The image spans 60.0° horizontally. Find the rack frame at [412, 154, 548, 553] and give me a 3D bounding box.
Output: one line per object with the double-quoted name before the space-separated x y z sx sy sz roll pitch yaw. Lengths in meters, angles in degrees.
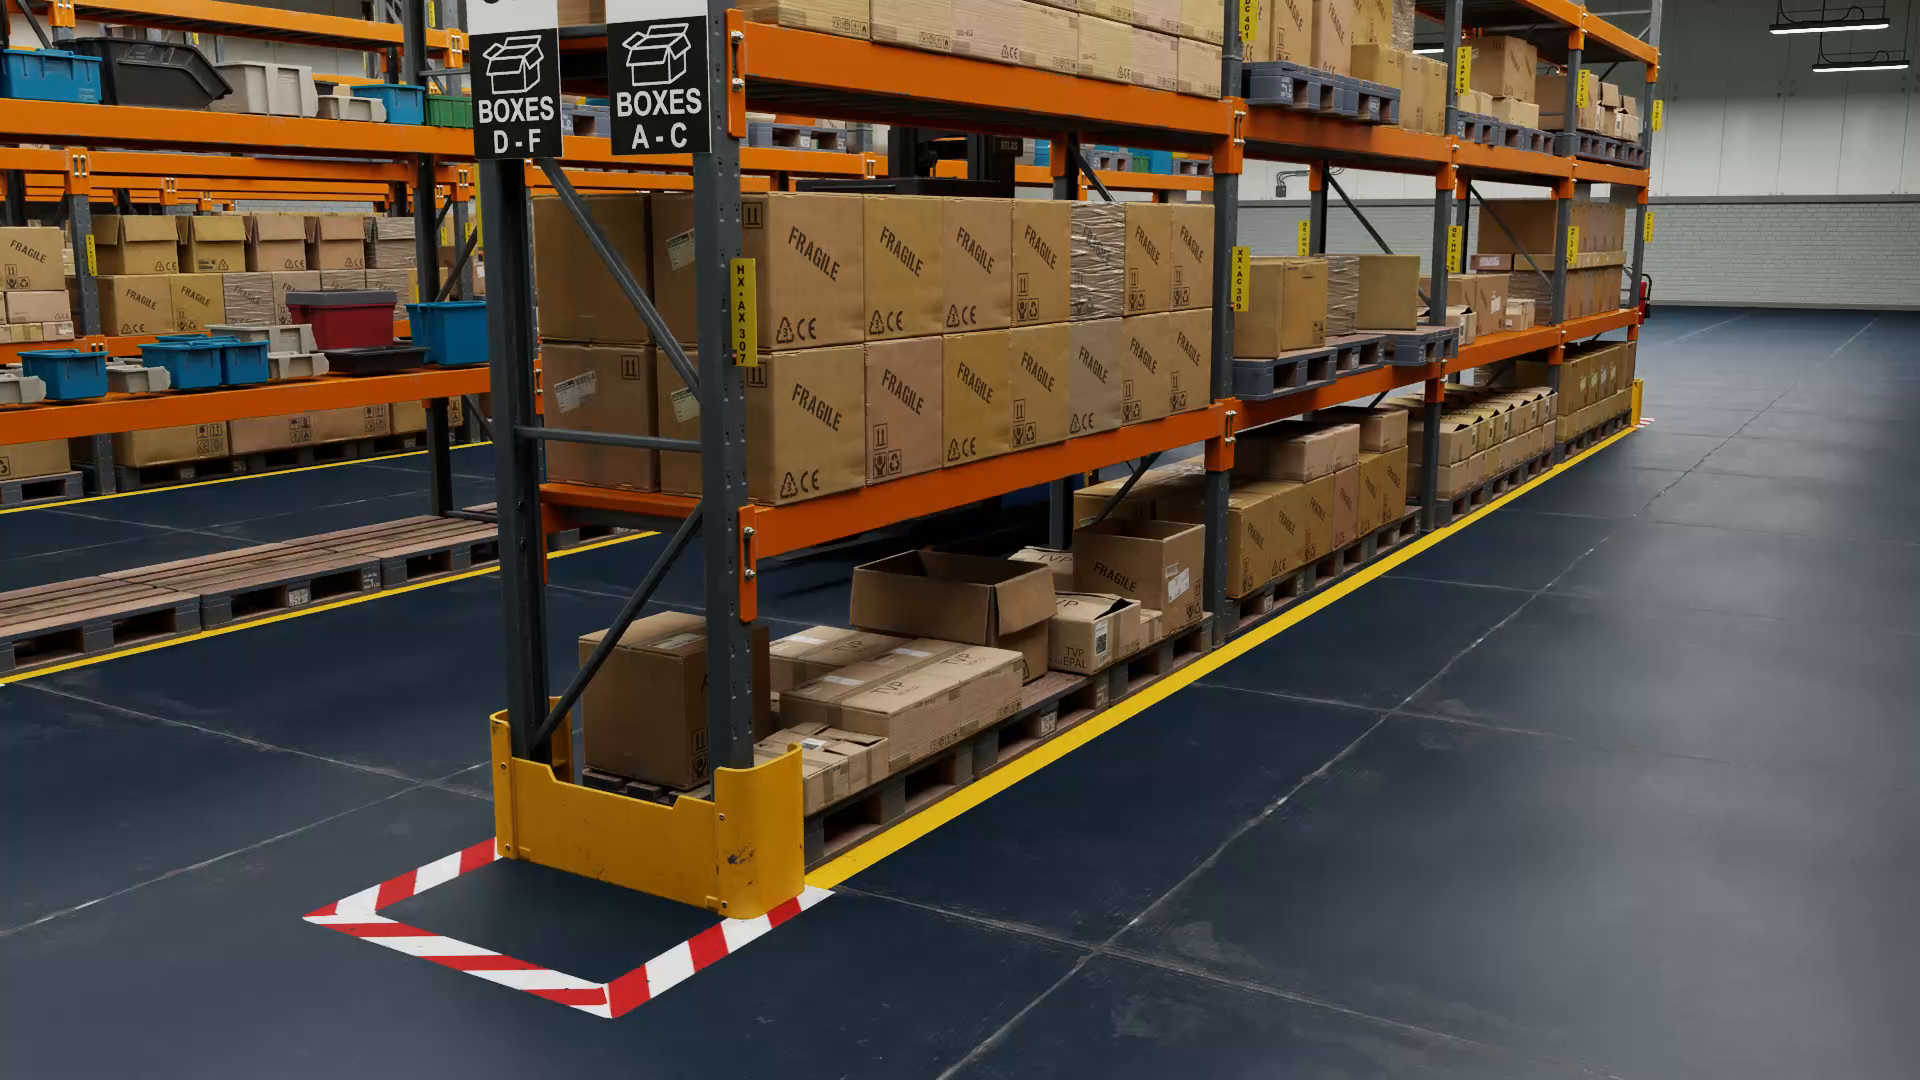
"rack frame" -3.281 -1.422 11.315 1.000 3.000 0.127 6 12 31

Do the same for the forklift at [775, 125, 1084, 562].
"forklift" -0.390 -1.351 11.118 1.130 2.935 3.031 8 13 38

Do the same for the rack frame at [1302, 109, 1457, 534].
"rack frame" 3.028 -1.578 12.145 1.000 3.000 0.127 6 12 31

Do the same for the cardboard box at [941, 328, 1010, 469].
"cardboard box" -0.144 -0.574 6.510 0.500 0.500 0.500 6 12 31

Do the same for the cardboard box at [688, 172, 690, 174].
"cardboard box" -3.347 -4.651 20.818 0.500 0.250 0.500 7 13 33

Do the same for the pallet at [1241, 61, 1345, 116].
"pallet" 1.349 -2.427 9.038 1.213 0.211 1.003 6 12 31

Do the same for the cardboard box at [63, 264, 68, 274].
"cardboard box" -10.024 -2.960 18.264 0.380 0.149 0.250 6 12 30

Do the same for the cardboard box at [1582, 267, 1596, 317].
"cardboard box" 6.126 -2.569 17.169 0.700 0.500 0.500 7 13 32

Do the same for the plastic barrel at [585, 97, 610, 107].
"plastic barrel" -2.525 -3.633 12.467 0.600 0.901 0.708 6 12 31

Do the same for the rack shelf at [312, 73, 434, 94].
"rack shelf" -8.585 -5.728 21.050 1.077 0.370 4.000 6 12 31

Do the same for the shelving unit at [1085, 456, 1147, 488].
"shelving unit" 0.952 -0.940 12.812 0.587 1.500 1.083 8 13 38

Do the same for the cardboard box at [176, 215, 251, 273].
"cardboard box" -6.823 -2.646 14.853 0.797 0.503 0.637 7 12 31

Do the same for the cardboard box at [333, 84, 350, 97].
"cardboard box" -6.065 -4.008 15.560 0.500 0.500 0.500 7 13 34

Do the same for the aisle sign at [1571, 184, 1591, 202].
"aisle sign" 6.953 -4.153 18.838 0.394 0.787 0.004 6 12 31

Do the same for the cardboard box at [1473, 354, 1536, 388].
"cardboard box" 5.428 -1.602 16.566 0.500 0.500 0.500 6 12 31

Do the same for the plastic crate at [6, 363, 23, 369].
"plastic crate" -4.926 -0.883 8.987 0.396 0.136 0.243 6 12 31

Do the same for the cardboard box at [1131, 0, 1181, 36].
"cardboard box" 0.668 -2.414 7.511 0.500 0.250 0.500 6 12 31

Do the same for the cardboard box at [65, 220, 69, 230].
"cardboard box" -12.853 -4.600 24.306 0.380 0.149 0.250 7 13 34

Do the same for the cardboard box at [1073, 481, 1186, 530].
"cardboard box" 0.962 -0.041 9.535 0.500 0.500 0.500 6 12 30

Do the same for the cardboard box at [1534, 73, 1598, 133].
"cardboard box" 5.591 -4.060 15.457 0.500 0.500 0.500 8 13 35

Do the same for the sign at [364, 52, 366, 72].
"sign" -10.217 -8.228 28.613 0.100 0.325 0.005 6 12 31

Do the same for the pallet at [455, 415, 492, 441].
"pallet" -5.030 -1.277 18.116 1.003 0.211 1.213 6 12 31

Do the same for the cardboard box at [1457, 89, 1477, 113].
"cardboard box" 3.778 -3.435 13.178 0.500 0.250 0.500 6 12 30

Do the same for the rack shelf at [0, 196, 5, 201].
"rack shelf" -17.113 -5.380 26.261 1.077 0.370 4.000 6 12 31

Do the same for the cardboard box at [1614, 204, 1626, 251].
"cardboard box" 6.900 -3.442 18.307 0.700 0.500 0.500 6 12 31

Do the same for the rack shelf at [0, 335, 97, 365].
"rack shelf" -8.552 -1.228 12.229 1.077 0.370 4.000 6 12 31

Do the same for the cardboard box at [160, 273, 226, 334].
"cardboard box" -6.801 -2.072 14.515 0.500 0.500 0.500 6 12 31

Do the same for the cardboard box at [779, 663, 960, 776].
"cardboard box" -0.341 0.679 6.369 0.500 0.250 0.500 6 12 31

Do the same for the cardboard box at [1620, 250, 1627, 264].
"cardboard box" 7.145 -3.126 18.378 0.380 0.149 0.250 6 12 30

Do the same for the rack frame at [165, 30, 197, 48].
"rack frame" -11.830 -7.049 25.069 1.000 3.000 0.127 6 12 31

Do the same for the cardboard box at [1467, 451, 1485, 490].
"cardboard box" 3.811 -0.566 13.072 0.500 0.250 0.500 6 12 29

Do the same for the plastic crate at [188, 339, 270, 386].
"plastic crate" -4.108 -1.002 9.363 0.416 0.233 0.300 6 12 31

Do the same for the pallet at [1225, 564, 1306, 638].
"pallet" 1.341 0.290 9.744 1.003 0.211 1.213 6 12 31

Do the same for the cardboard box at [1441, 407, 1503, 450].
"cardboard box" 4.083 -0.926 13.471 0.500 0.311 0.500 6 12 29

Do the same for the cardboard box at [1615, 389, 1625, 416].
"cardboard box" 6.906 -1.498 18.052 0.500 0.250 0.500 6 12 31

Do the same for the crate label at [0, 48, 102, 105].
"crate label" -4.602 -2.309 8.303 0.408 0.251 0.502 6 12 31

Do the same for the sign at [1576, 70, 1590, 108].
"sign" 5.573 -4.040 14.884 0.100 0.325 0.005 6 12 31

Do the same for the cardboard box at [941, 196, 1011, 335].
"cardboard box" -0.141 -1.066 6.422 0.500 0.500 0.500 7 12 31

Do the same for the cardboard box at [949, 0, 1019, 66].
"cardboard box" -0.113 -1.933 6.298 0.500 0.250 0.500 6 12 31

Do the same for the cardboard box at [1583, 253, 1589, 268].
"cardboard box" 6.075 -2.802 16.648 0.380 0.149 0.250 6 12 29

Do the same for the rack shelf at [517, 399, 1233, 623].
"rack shelf" -0.087 -0.281 7.171 1.077 0.370 4.000 6 12 31

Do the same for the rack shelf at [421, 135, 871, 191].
"rack shelf" -2.242 -2.858 12.786 1.077 0.370 4.000 6 12 31

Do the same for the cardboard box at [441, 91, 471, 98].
"cardboard box" -4.973 -4.343 17.136 0.500 0.500 0.500 7 12 31

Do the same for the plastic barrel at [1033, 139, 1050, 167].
"plastic barrel" 0.794 -4.301 17.176 0.600 0.901 0.708 6 12 31

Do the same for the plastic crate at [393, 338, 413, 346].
"plastic crate" -3.644 -1.263 11.016 0.396 0.136 0.243 6 12 31

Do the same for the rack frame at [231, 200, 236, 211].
"rack frame" -13.998 -5.203 31.511 1.000 3.000 0.127 6 12 31

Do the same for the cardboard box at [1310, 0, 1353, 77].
"cardboard box" 1.966 -3.010 9.959 0.600 0.600 0.600 6 12 28

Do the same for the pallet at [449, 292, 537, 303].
"pallet" -5.158 -2.553 17.874 1.213 0.211 1.003 6 12 31

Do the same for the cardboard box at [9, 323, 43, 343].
"cardboard box" -7.526 -1.652 13.226 0.380 0.149 0.250 7 13 32

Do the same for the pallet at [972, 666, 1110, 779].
"pallet" -0.039 0.723 7.436 1.003 0.211 1.213 6 12 31

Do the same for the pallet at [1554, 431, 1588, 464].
"pallet" 5.553 -0.957 16.408 1.003 0.211 1.213 6 12 31

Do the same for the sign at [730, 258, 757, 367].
"sign" -0.662 -0.693 5.068 0.100 0.325 0.005 6 12 31

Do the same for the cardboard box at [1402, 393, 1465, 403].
"cardboard box" 4.145 -1.136 14.595 0.500 0.311 0.500 6 12 29

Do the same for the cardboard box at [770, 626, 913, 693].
"cardboard box" -0.535 0.560 7.002 0.500 0.250 0.500 6 12 31
